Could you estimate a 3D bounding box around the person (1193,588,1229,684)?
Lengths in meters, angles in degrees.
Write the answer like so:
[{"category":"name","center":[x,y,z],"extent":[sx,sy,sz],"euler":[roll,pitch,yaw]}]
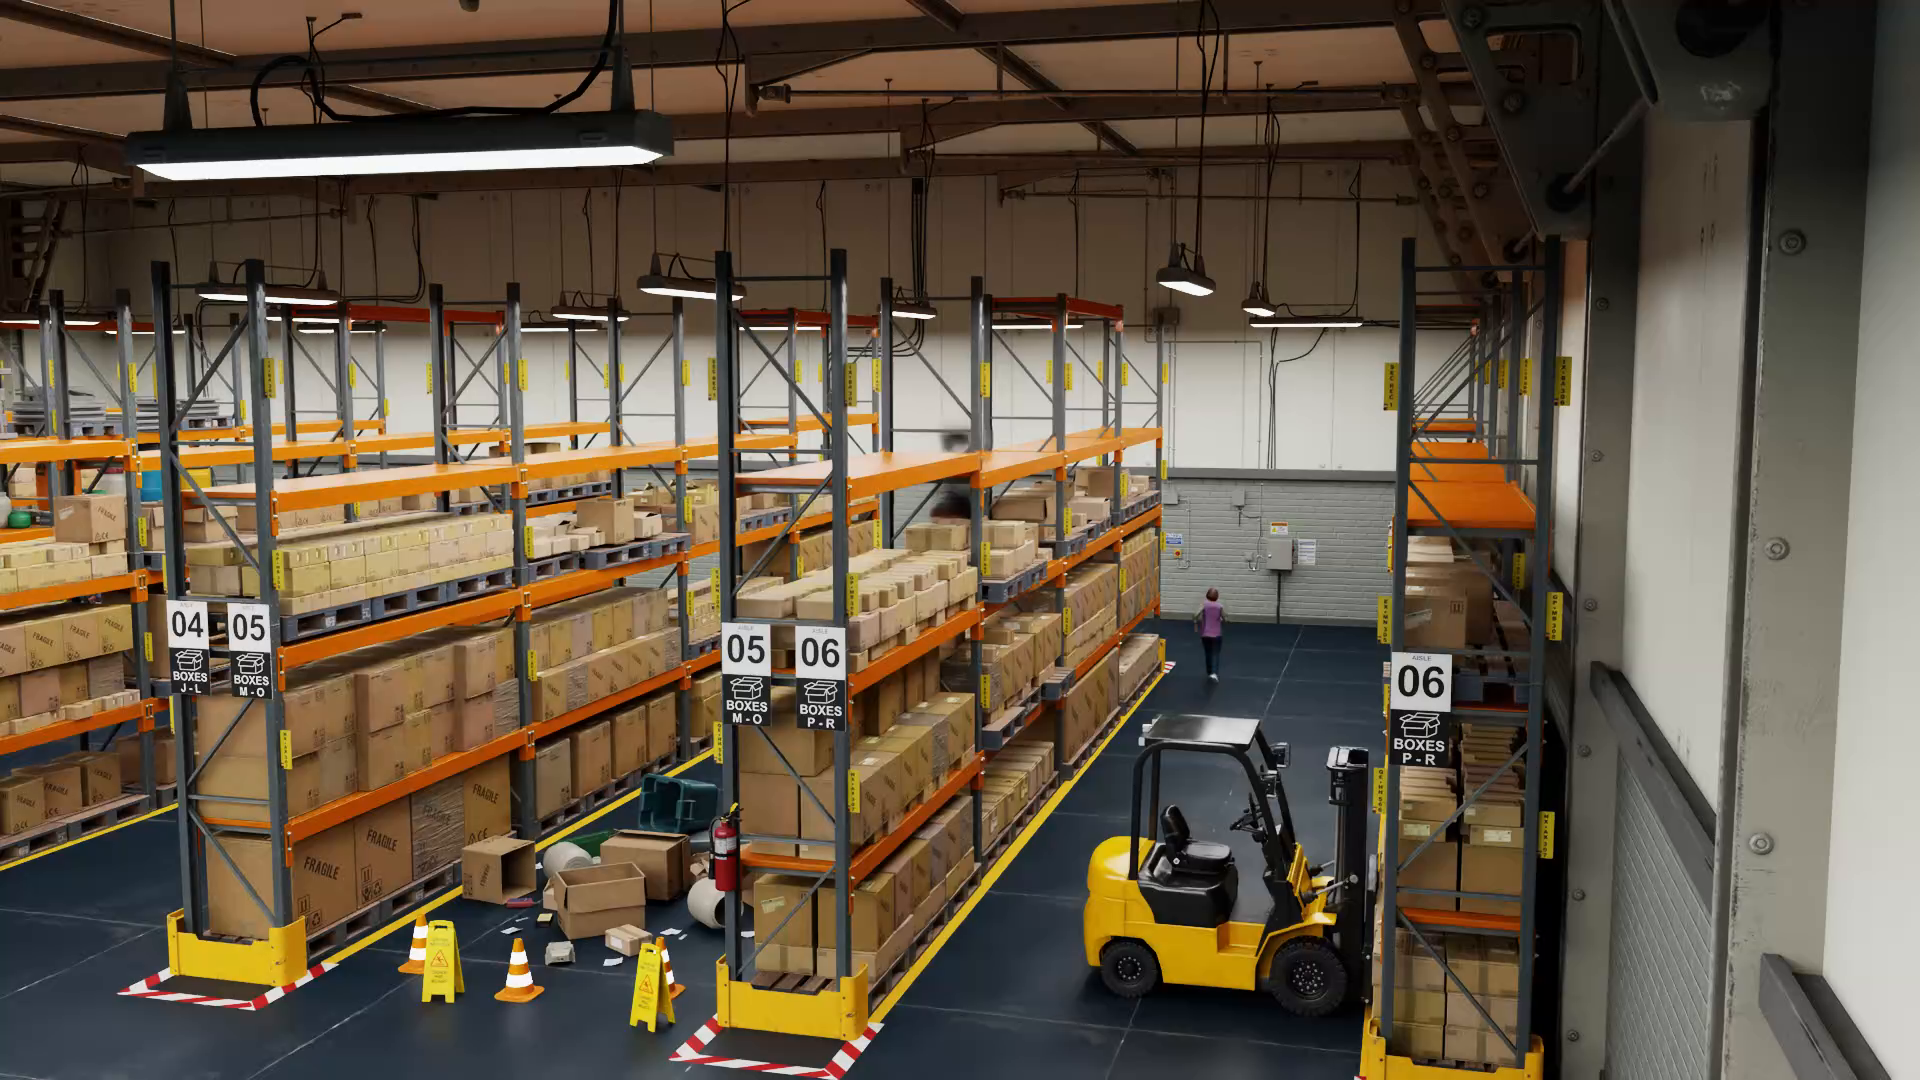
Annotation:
[{"category":"person","center":[4.053,1.536,26.790],"extent":[0.547,1.569,0.922],"euler":[2,6,17]}]
